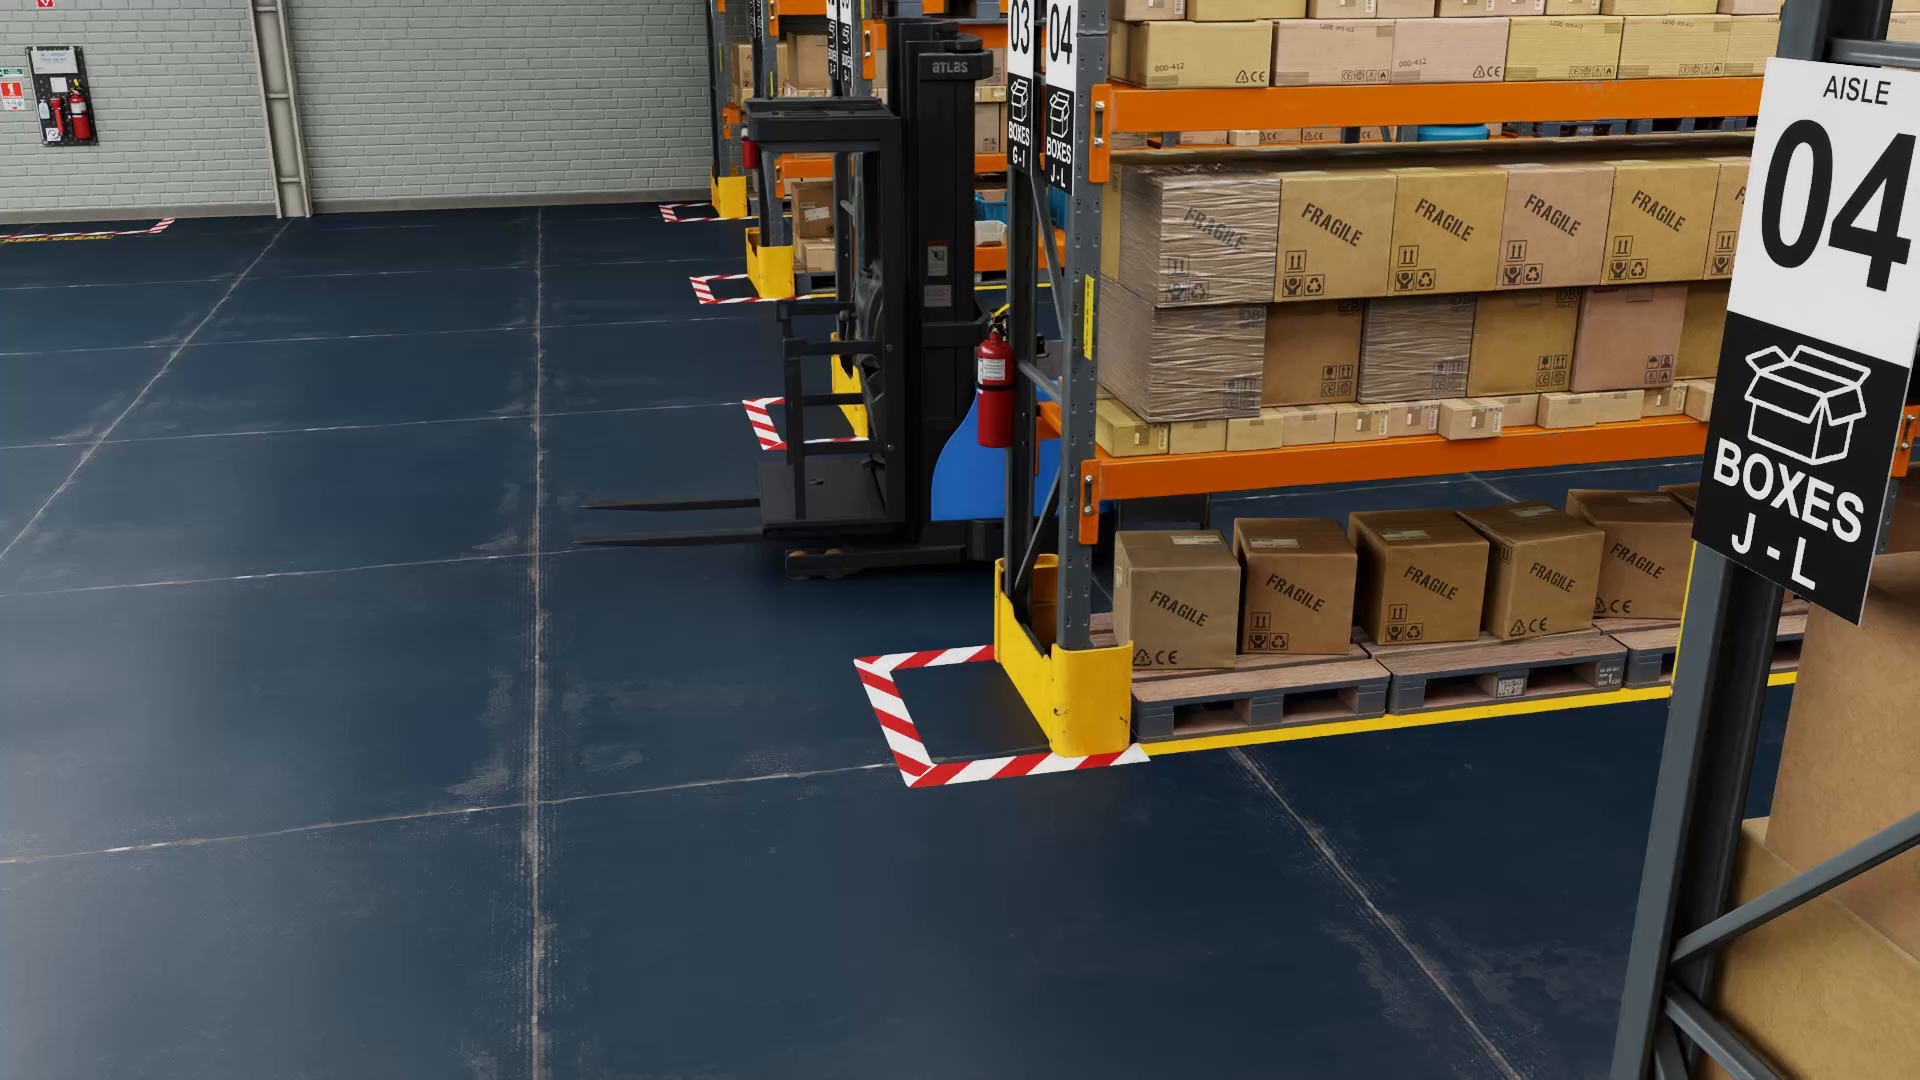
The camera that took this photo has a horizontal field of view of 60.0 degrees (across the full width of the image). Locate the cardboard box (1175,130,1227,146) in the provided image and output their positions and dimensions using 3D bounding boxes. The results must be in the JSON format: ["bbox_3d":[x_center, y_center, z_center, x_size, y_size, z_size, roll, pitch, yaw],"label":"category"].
[{"bbox_3d":[2.470,-4.276,17.346,0.500,0.250,0.500,-3,20,-9],"label":"cardboard box"}]

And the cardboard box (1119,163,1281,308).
[{"bbox_3d":[0.983,-1.269,6.886,0.500,0.500,0.500,-5,21,-12],"label":"cardboard box"}]

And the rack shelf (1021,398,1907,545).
[{"bbox_3d":[2.331,-0.481,7.812,4.000,0.370,1.077,-5,21,-12],"label":"rack shelf"}]

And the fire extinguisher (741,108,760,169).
[{"bbox_3d":[-2.113,-4.086,16.721,0.183,0.674,0.296,-5,21,-12],"label":"fire extinguisher"}]

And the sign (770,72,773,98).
[{"bbox_3d":[-1.769,-4.234,15.638,0.005,0.325,0.100,-5,21,-12],"label":"sign"}]

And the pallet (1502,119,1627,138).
[{"bbox_3d":[6.537,-4.597,18.281,1.003,0.211,1.213,-5,21,-12],"label":"pallet"}]

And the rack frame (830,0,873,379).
[{"bbox_3d":[-0.755,-2.318,11.782,0.127,3.000,1.000,-5,21,-12],"label":"rack frame"}]

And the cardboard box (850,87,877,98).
[{"bbox_3d":[-0.961,-4.328,16.181,0.250,0.149,0.380,-5,21,-12],"label":"cardboard box"}]

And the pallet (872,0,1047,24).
[{"bbox_3d":[0.072,-3.671,11.388,1.213,0.211,1.003,-5,21,-12],"label":"pallet"}]

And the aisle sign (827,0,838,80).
[{"bbox_3d":[-0.894,-3.633,11.591,0.004,0.787,0.394,-5,21,-12],"label":"aisle sign"}]

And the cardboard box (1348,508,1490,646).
[{"bbox_3d":[2.184,0.170,8.012,0.500,0.500,0.500,-3,20,-7],"label":"cardboard box"}]

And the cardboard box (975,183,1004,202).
[{"bbox_3d":[0.142,-3.321,16.815,0.500,0.500,0.500,-5,21,-12],"label":"cardboard box"}]

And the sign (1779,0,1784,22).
[{"bbox_3d":[1.316,-0.962,2.546,0.005,0.325,0.100,-5,21,-12],"label":"sign"}]

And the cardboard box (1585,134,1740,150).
[{"bbox_3d":[3.295,-1.642,7.906,0.500,0.500,0.500,-5,21,-12],"label":"cardboard box"}]

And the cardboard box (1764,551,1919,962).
[{"bbox_3d":[1.798,0.414,2.535,0.550,0.550,0.875,-5,21,-12],"label":"cardboard box"}]

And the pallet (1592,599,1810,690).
[{"bbox_3d":[3.632,0.397,8.423,1.213,0.211,1.003,-5,21,-12],"label":"pallet"}]

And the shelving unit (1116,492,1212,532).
[{"bbox_3d":[1.135,-0.841,9.059,0.503,2.100,0.431,2,20,4],"label":"shelving unit"}]

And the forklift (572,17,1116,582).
[{"bbox_3d":[-0.680,-1.341,9.213,3.031,2.935,1.130,-3,20,-8],"label":"forklift"}]

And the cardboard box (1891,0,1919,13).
[{"bbox_3d":[4.027,-2.380,7.227,0.250,0.149,0.380,-4,20,-11],"label":"cardboard box"}]

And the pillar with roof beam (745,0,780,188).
[{"bbox_3d":[-1.562,-7.355,16.811,0.400,9.000,9.100,-5,21,-12],"label":"pillar with roof beam"}]

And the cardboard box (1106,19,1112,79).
[{"bbox_3d":[0.795,-2.122,7.102,0.500,0.250,0.500,-4,21,-11],"label":"cardboard box"}]

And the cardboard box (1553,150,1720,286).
[{"bbox_3d":[2.930,-1.426,7.315,0.500,0.500,0.500,-5,21,-12],"label":"cardboard box"}]

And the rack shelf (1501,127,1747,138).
[{"bbox_3d":[7.840,-4.430,18.594,4.000,0.370,1.077,-5,21,-12],"label":"rack shelf"}]

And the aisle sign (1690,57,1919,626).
[{"bbox_3d":[1.290,-0.307,2.514,0.004,0.787,0.394,-5,21,-12],"label":"aisle sign"}]

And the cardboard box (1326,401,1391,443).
[{"bbox_3d":[1.695,-0.557,7.340,0.250,0.149,0.380,-5,21,-12],"label":"cardboard box"}]

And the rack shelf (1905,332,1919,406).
[{"bbox_3d":[3.374,-0.221,2.742,4.000,0.370,1.077,-5,21,-12],"label":"rack shelf"}]

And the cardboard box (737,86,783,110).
[{"bbox_3d":[-2.487,-5.506,20.673,0.500,0.250,0.500,-5,21,-14],"label":"cardboard box"}]

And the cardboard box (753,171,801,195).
[{"bbox_3d":[-2.341,-4.603,21.289,0.500,0.311,0.500,-7,21,-19],"label":"cardboard box"}]

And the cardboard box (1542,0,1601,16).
[{"bbox_3d":[2.463,-2.282,6.960,0.250,0.149,0.380,-5,21,-14],"label":"cardboard box"}]

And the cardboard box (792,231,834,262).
[{"bbox_3d":[-1.437,-3.024,17.096,0.500,0.250,0.500,-5,21,-12],"label":"cardboard box"}]

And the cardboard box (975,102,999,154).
[{"bbox_3d":[0.072,-4.180,16.718,0.500,0.500,0.700,-4,21,-11],"label":"cardboard box"}]

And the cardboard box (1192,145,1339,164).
[{"bbox_3d":[1.348,-1.484,7.474,0.500,0.500,0.500,-5,21,-12],"label":"cardboard box"}]

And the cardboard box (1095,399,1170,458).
[{"bbox_3d":[0.717,-0.485,7.143,0.250,0.149,0.380,-5,21,-12],"label":"cardboard box"}]

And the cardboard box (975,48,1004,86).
[{"bbox_3d":[0.106,-4.793,16.506,0.500,0.500,0.700,-5,21,-12],"label":"cardboard box"}]

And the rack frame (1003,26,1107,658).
[{"bbox_3d":[0.385,-0.660,7.256,0.127,3.000,1.000,-5,21,-12],"label":"rack frame"}]

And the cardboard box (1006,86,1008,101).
[{"bbox_3d":[0.550,-4.451,16.517,0.250,0.149,0.380,-4,21,-11],"label":"cardboard box"}]

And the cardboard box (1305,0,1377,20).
[{"bbox_3d":[1.479,-2.177,6.674,0.250,0.149,0.380,-4,20,-10],"label":"cardboard box"}]

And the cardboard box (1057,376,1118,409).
[{"bbox_3d":[0.614,-0.634,7.550,0.250,0.149,0.380,-5,21,-12],"label":"cardboard box"}]

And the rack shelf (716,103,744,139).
[{"bbox_3d":[-1.089,-5.455,21.391,4.000,0.370,1.077,-5,21,-12],"label":"rack shelf"}]

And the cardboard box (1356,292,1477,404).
[{"bbox_3d":[1.882,-0.986,7.568,0.500,0.500,0.875,-5,21,-12],"label":"cardboard box"}]

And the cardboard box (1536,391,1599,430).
[{"bbox_3d":[2.673,-0.630,7.538,0.250,0.149,0.380,-5,21,-12],"label":"cardboard box"}]

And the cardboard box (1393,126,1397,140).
[{"bbox_3d":[4.666,-4.372,17.754,0.250,0.149,0.380,-3,20,-8],"label":"cardboard box"}]

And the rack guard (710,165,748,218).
[{"bbox_3d":[-2.961,-4.467,21.281,0.348,0.500,1.175,-5,21,-12],"label":"rack guard"}]

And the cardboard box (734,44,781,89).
[{"bbox_3d":[-2.501,-5.863,20.557,0.500,0.500,0.500,-5,21,-12],"label":"cardboard box"}]

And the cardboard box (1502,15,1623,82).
[{"bbox_3d":[2.402,-2.074,6.972,0.500,0.250,0.500,-4,21,-11],"label":"cardboard box"}]

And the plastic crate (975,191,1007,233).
[{"bbox_3d":[0.296,-2.438,12.324,0.408,0.251,0.499,-5,21,-12],"label":"plastic crate"}]

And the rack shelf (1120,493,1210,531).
[{"bbox_3d":[1.135,-0.171,9.304,0.480,0.518,0.431,2,20,4],"label":"rack shelf"}]

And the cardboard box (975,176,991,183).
[{"bbox_3d":[0.019,-3.500,17.305,0.500,0.500,0.500,-5,21,-12],"label":"cardboard box"}]
